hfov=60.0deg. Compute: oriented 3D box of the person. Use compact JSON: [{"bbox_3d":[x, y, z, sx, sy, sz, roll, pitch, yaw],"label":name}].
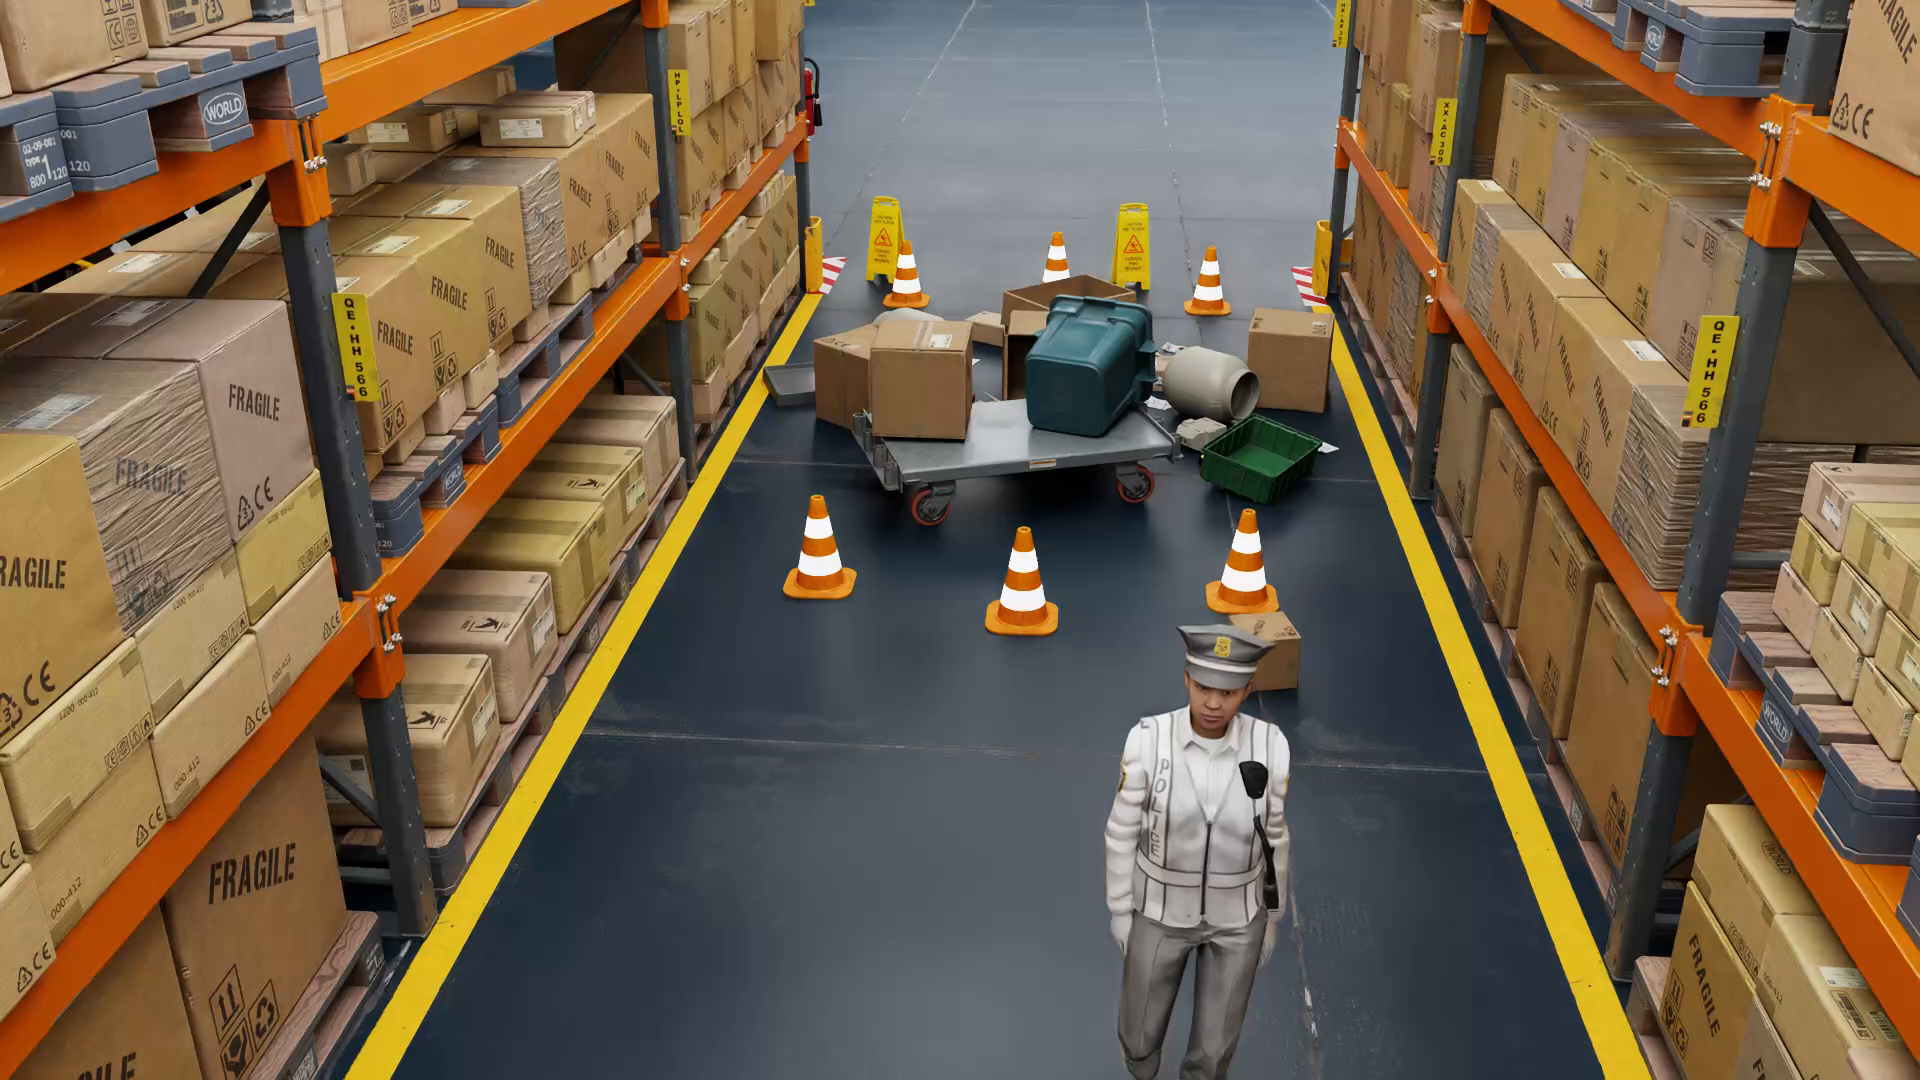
[{"bbox_3d":[0.625,0.959,4.444,0.487,1.672,0.614,2,25,4],"label":"person"}]
